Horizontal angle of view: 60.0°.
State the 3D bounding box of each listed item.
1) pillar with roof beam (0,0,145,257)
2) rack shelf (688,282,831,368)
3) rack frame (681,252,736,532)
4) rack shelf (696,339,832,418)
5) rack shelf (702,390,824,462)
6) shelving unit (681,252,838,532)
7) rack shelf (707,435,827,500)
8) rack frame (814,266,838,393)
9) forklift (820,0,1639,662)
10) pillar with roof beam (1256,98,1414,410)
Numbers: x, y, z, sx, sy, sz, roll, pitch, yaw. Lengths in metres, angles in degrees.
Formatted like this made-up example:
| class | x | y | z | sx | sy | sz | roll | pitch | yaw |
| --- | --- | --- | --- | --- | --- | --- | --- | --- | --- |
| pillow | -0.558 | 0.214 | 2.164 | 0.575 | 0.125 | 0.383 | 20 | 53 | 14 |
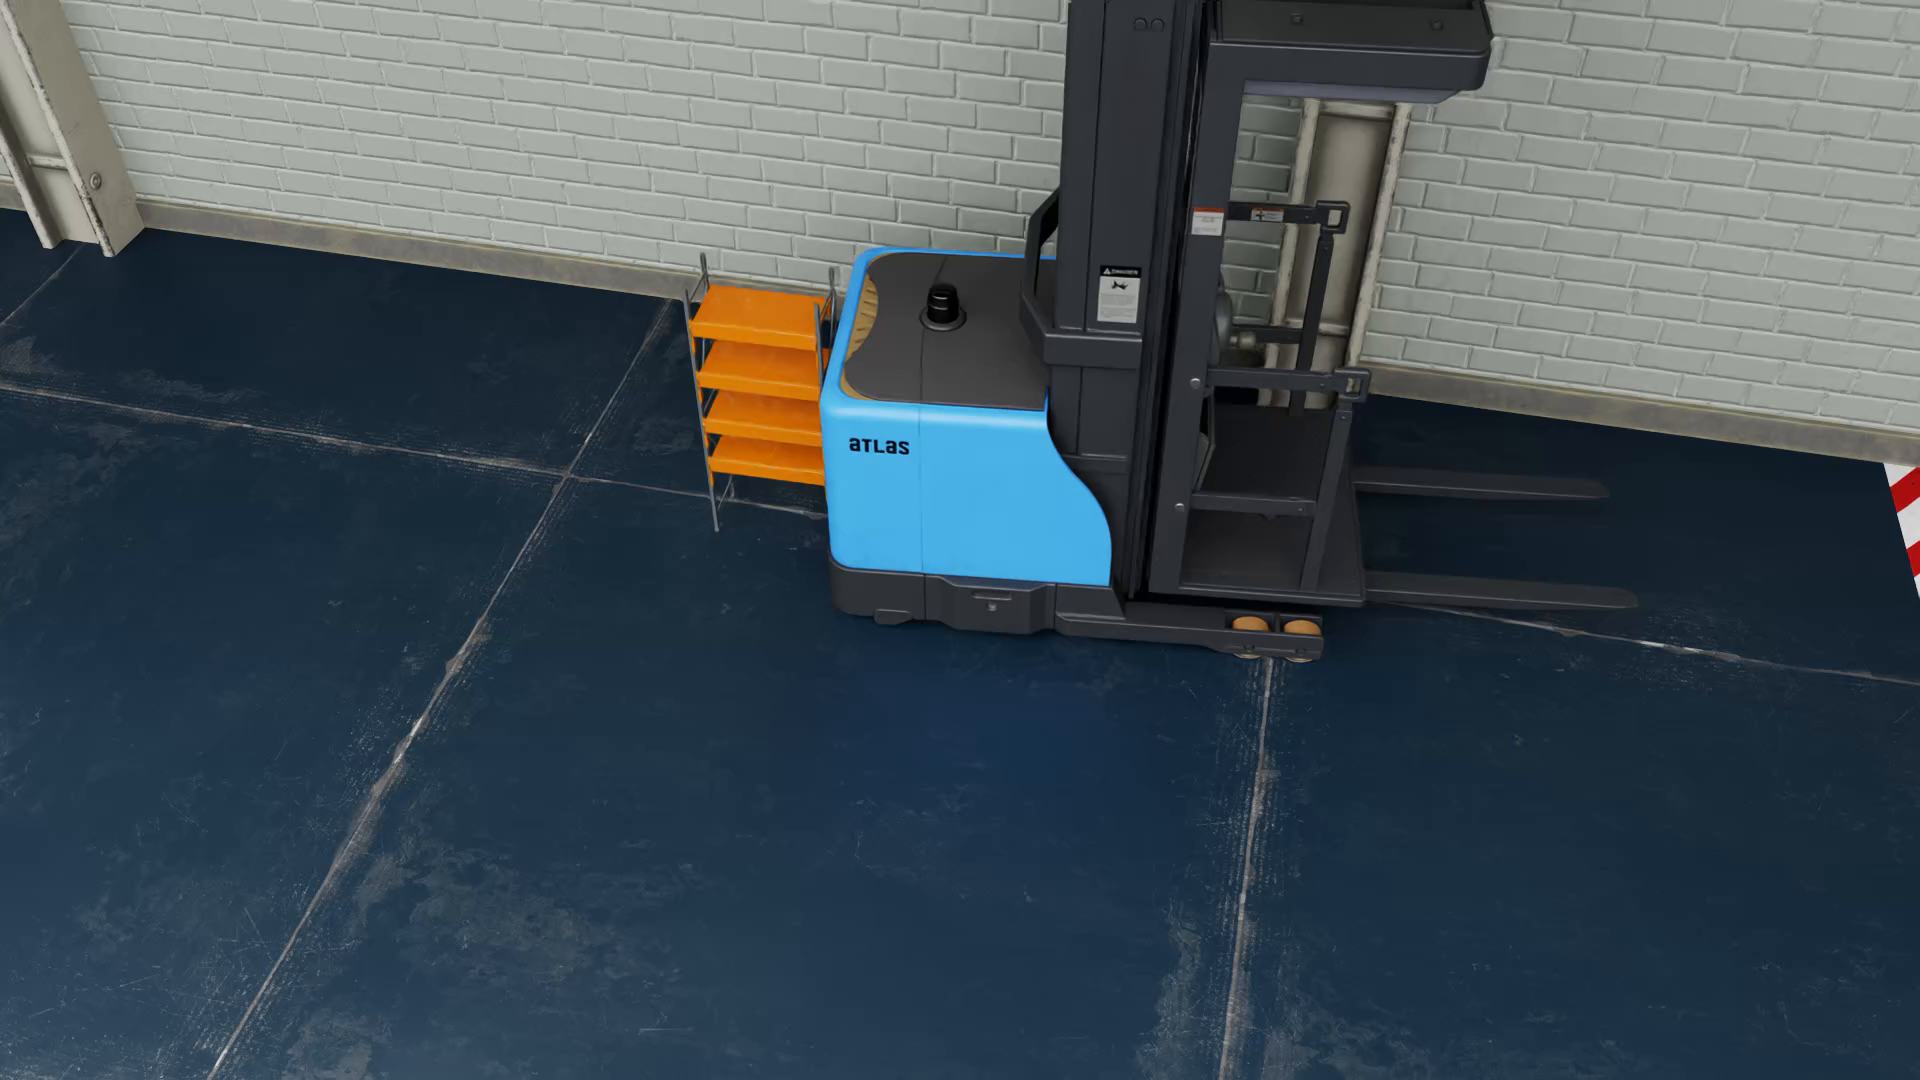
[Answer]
| class | x | y | z | sx | sy | sz | roll | pitch | yaw |
| --- | --- | --- | --- | --- | --- | --- | --- | --- | --- |
| pillar with roof beam | -5.273 | -1.858 | 2.191 | 0.400 | 9.000 | 9.100 | 9 | 45 | 9 |
| rack shelf | -0.728 | -0.797 | 6.146 | 0.480 | 0.148 | 0.258 | 8 | 44 | 8 |
| rack frame | -0.968 | -0.546 | 6.452 | 0.015 | 1.200 | 0.240 | 8 | 44 | 8 |
| rack shelf | -0.728 | -0.627 | 6.310 | 0.480 | 0.148 | 0.258 | 8 | 44 | 8 |
| rack shelf | -0.728 | -0.466 | 6.466 | 0.480 | 0.148 | 0.258 | 8 | 44 | 8 |
| shelving unit | -0.728 | -0.514 | 6.419 | 0.503 | 1.200 | 0.258 | 8 | 44 | 8 |
| rack shelf | -0.728 | -0.323 | 6.603 | 0.480 | 0.148 | 0.258 | 8 | 44 | 8 |
| rack frame | -0.489 | -0.482 | 6.386 | 0.015 | 1.200 | 0.240 | 8 | 44 | 8 |
| forklift | 1.049 | -0.984 | 5.659 | 3.031 | 2.935 | 1.130 | 4 | 44 | 4 |
| pillar with roof beam | 0.582 | -0.949 | 1.247 | 0.400 | 9.000 | 9.100 | 9 | 45 | 9 |
